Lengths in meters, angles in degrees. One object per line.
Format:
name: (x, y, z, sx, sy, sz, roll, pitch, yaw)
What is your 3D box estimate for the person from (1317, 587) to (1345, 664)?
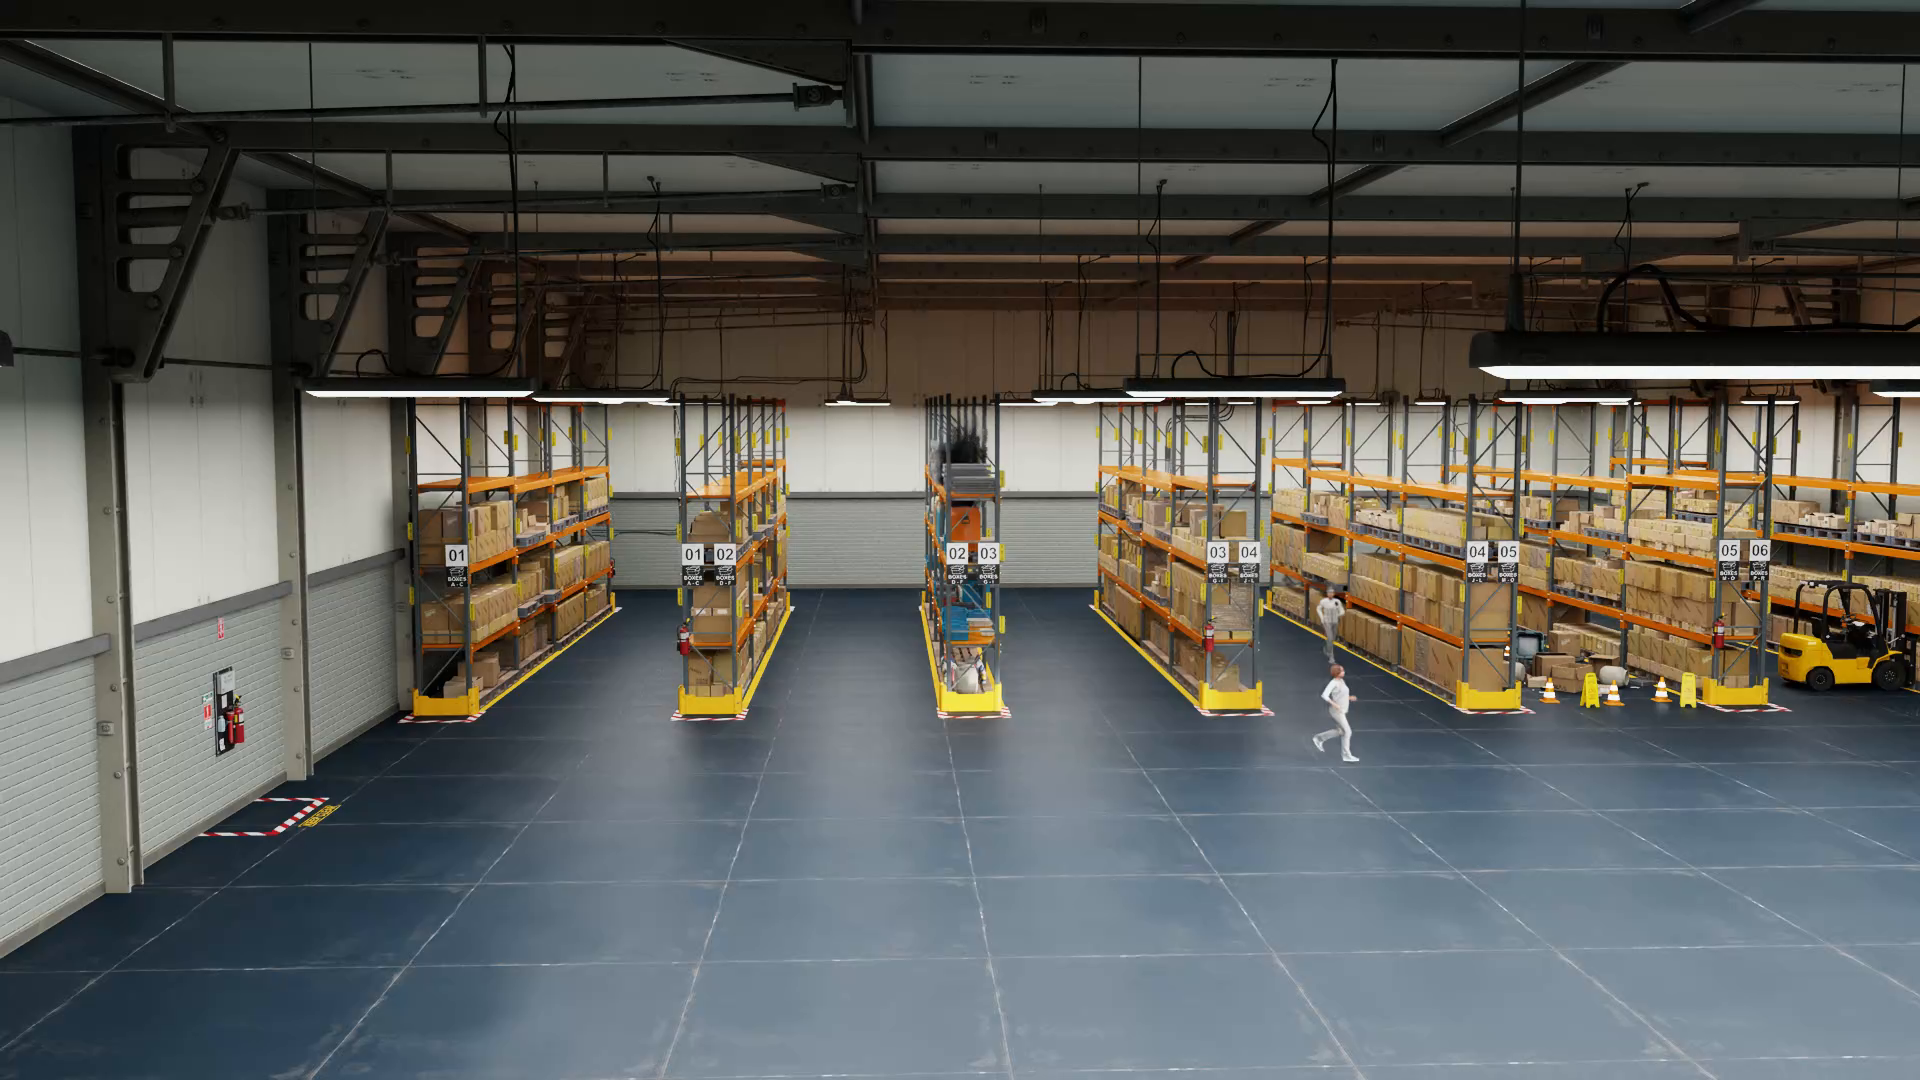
person: (8.425, 1.901, 37.745, 0.603, 1.710, 0.842, 0, 5, -1)

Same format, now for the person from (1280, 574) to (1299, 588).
person: (9.779, 0.953, 49.050, 0.864, 1.817, 0.673, 0, 5, -4)

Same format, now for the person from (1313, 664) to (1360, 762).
person: (6.112, 2.800, 27.024, 0.805, 1.568, 0.548, 3, 5, 30)

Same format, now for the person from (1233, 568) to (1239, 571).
person: (7.652, 1.187, 46.258, 0.646, 1.742, 0.629, 0, 5, 6)
